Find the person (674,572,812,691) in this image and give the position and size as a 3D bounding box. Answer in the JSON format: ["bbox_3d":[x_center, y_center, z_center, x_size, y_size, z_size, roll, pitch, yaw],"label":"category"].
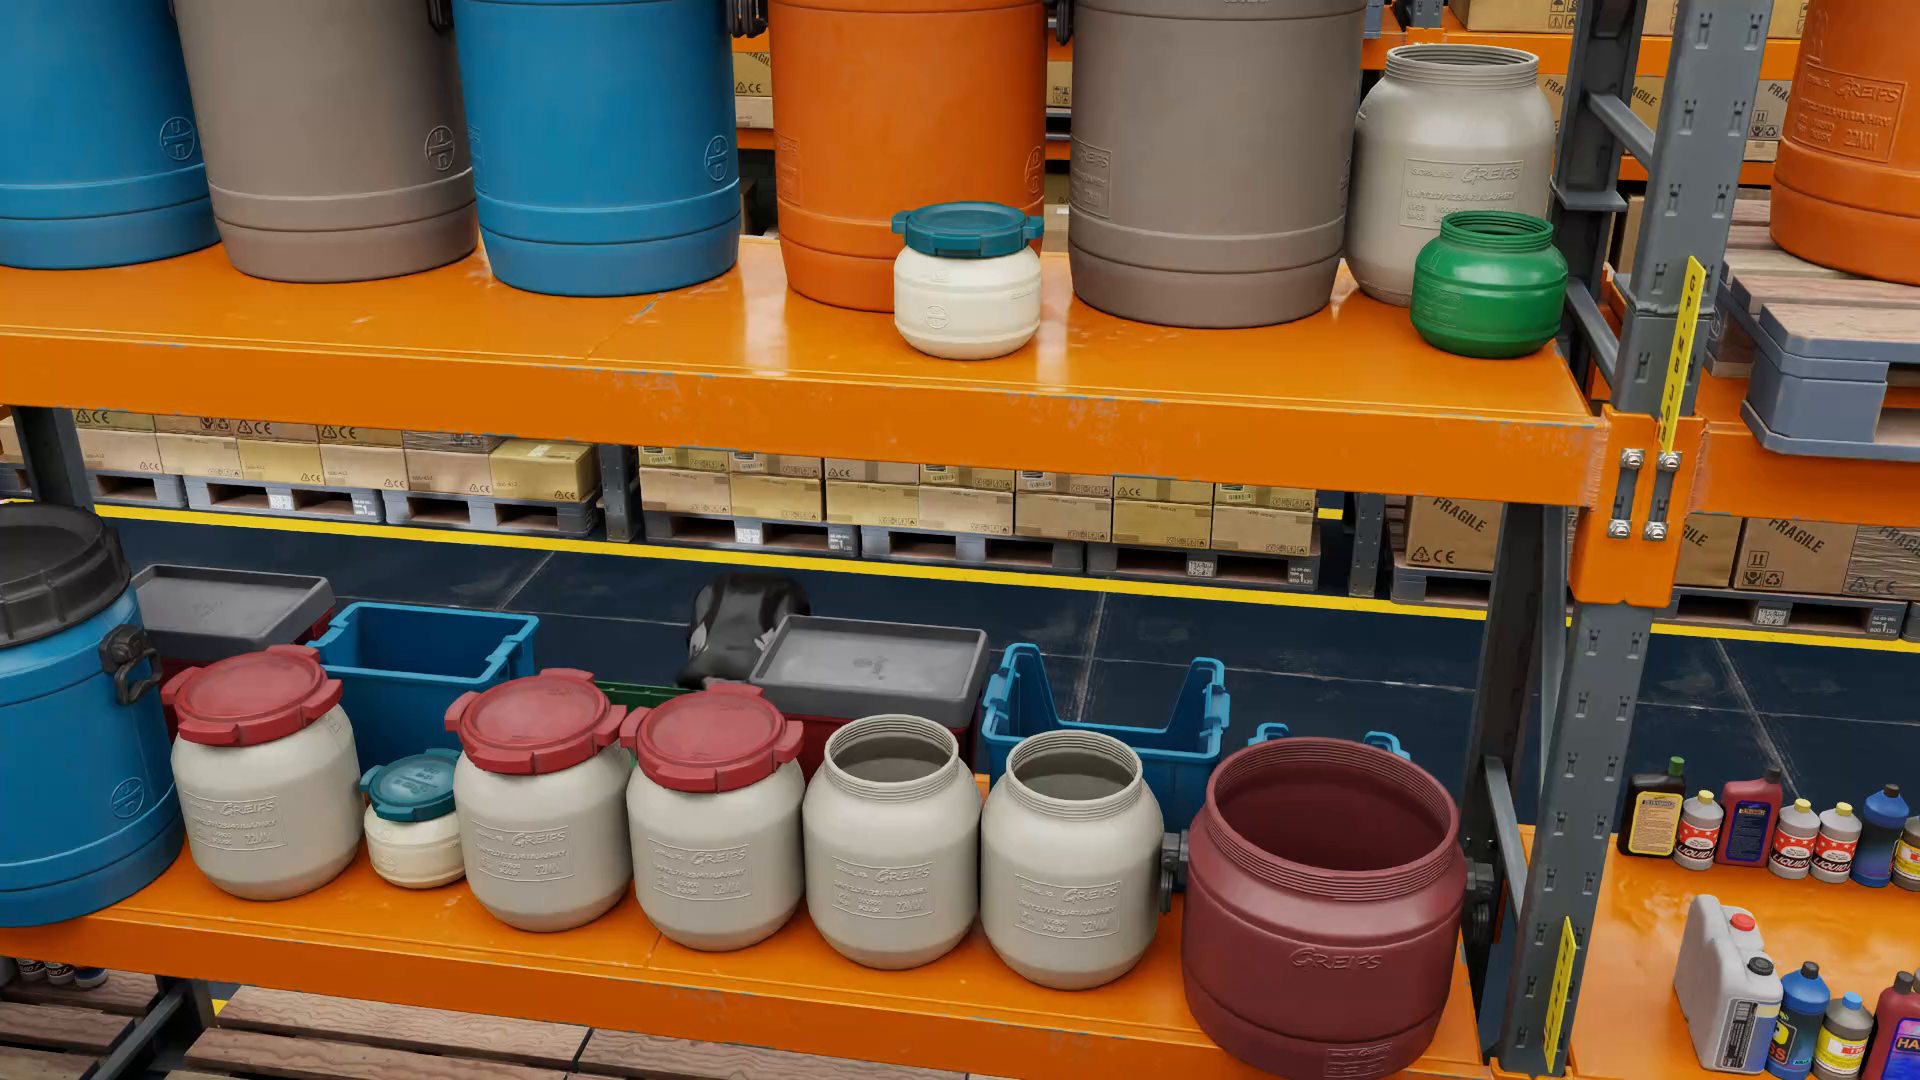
[{"bbox_3d":[-0.831,0.694,6.459,0.493,1.027,0.950,3,25,6],"label":"person"}]
